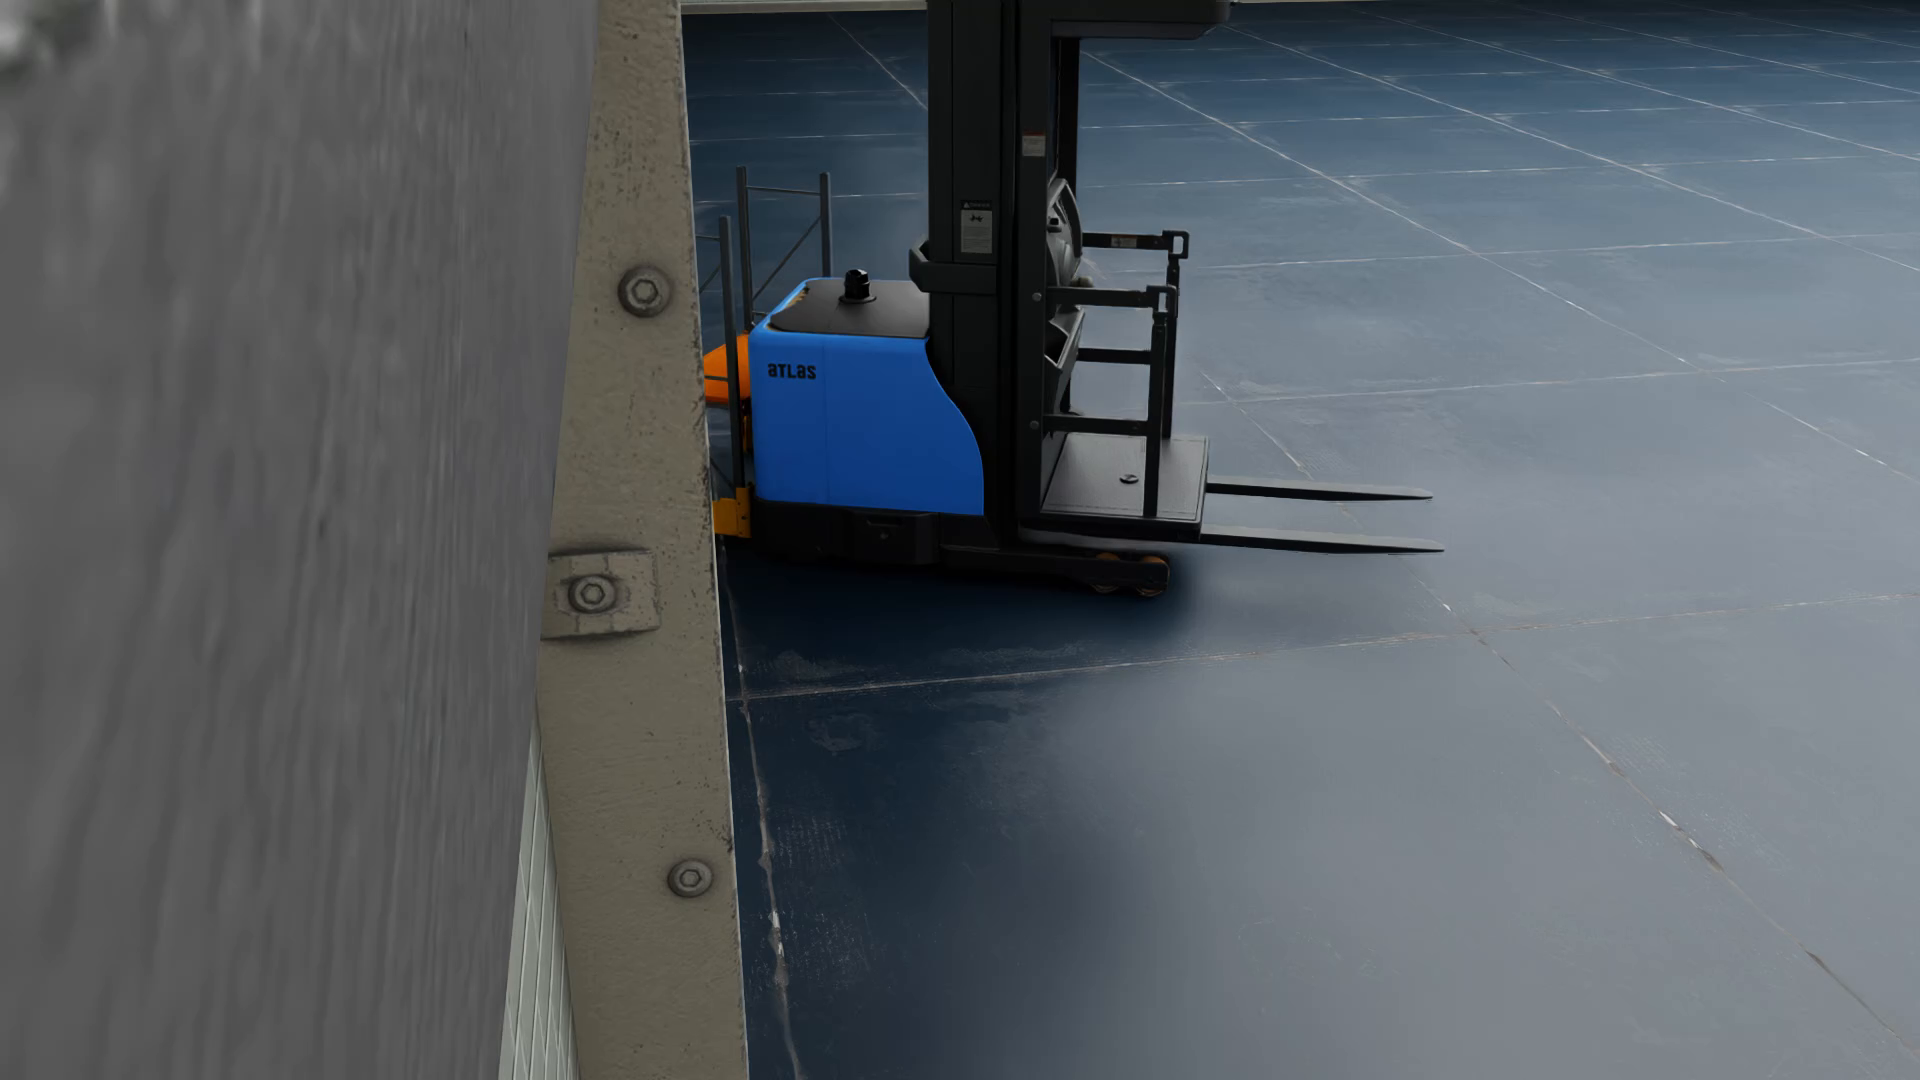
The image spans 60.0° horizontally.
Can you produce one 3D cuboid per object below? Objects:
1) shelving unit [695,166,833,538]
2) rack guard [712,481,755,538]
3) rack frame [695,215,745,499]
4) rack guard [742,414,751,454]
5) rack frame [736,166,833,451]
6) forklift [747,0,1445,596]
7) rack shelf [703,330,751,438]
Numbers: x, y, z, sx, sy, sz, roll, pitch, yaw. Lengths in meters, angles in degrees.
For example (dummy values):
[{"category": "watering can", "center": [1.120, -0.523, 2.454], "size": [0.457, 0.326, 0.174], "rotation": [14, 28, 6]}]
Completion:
[{"category": "shelving unit", "center": [-1.058, -0.938, 8.025], "size": [0.587, 1.500, 1.083], "rotation": [9, 25, 19]}, {"category": "rack guard", "center": [-1.237, -0.180, 7.849], "size": [0.587, 0.250, 0.087], "rotation": [9, 25, 19]}, {"category": "rack frame", "center": [-1.238, -0.752, 7.598], "size": [0.500, 1.500, 0.032], "rotation": [9, 25, 19]}, {"category": "rack guard", "center": [-0.878, -0.552, 8.701], "size": [0.587, 0.250, 0.087], "rotation": [9, 25, 19]}, {"category": "rack frame", "center": [-0.871, -1.132, 8.467], "size": [0.500, 1.500, 0.032], "rotation": [9, 25, 19]}, {"category": "forklift", "center": [0.637, -1.333, 7.140], "size": [3.031, 2.935, 1.130], "rotation": [4, 24, 9]}, {"category": "rack shelf", "center": [-1.055, -0.777, 8.105], "size": [0.538, 0.185, 1.000], "rotation": [9, 25, 19]}]
